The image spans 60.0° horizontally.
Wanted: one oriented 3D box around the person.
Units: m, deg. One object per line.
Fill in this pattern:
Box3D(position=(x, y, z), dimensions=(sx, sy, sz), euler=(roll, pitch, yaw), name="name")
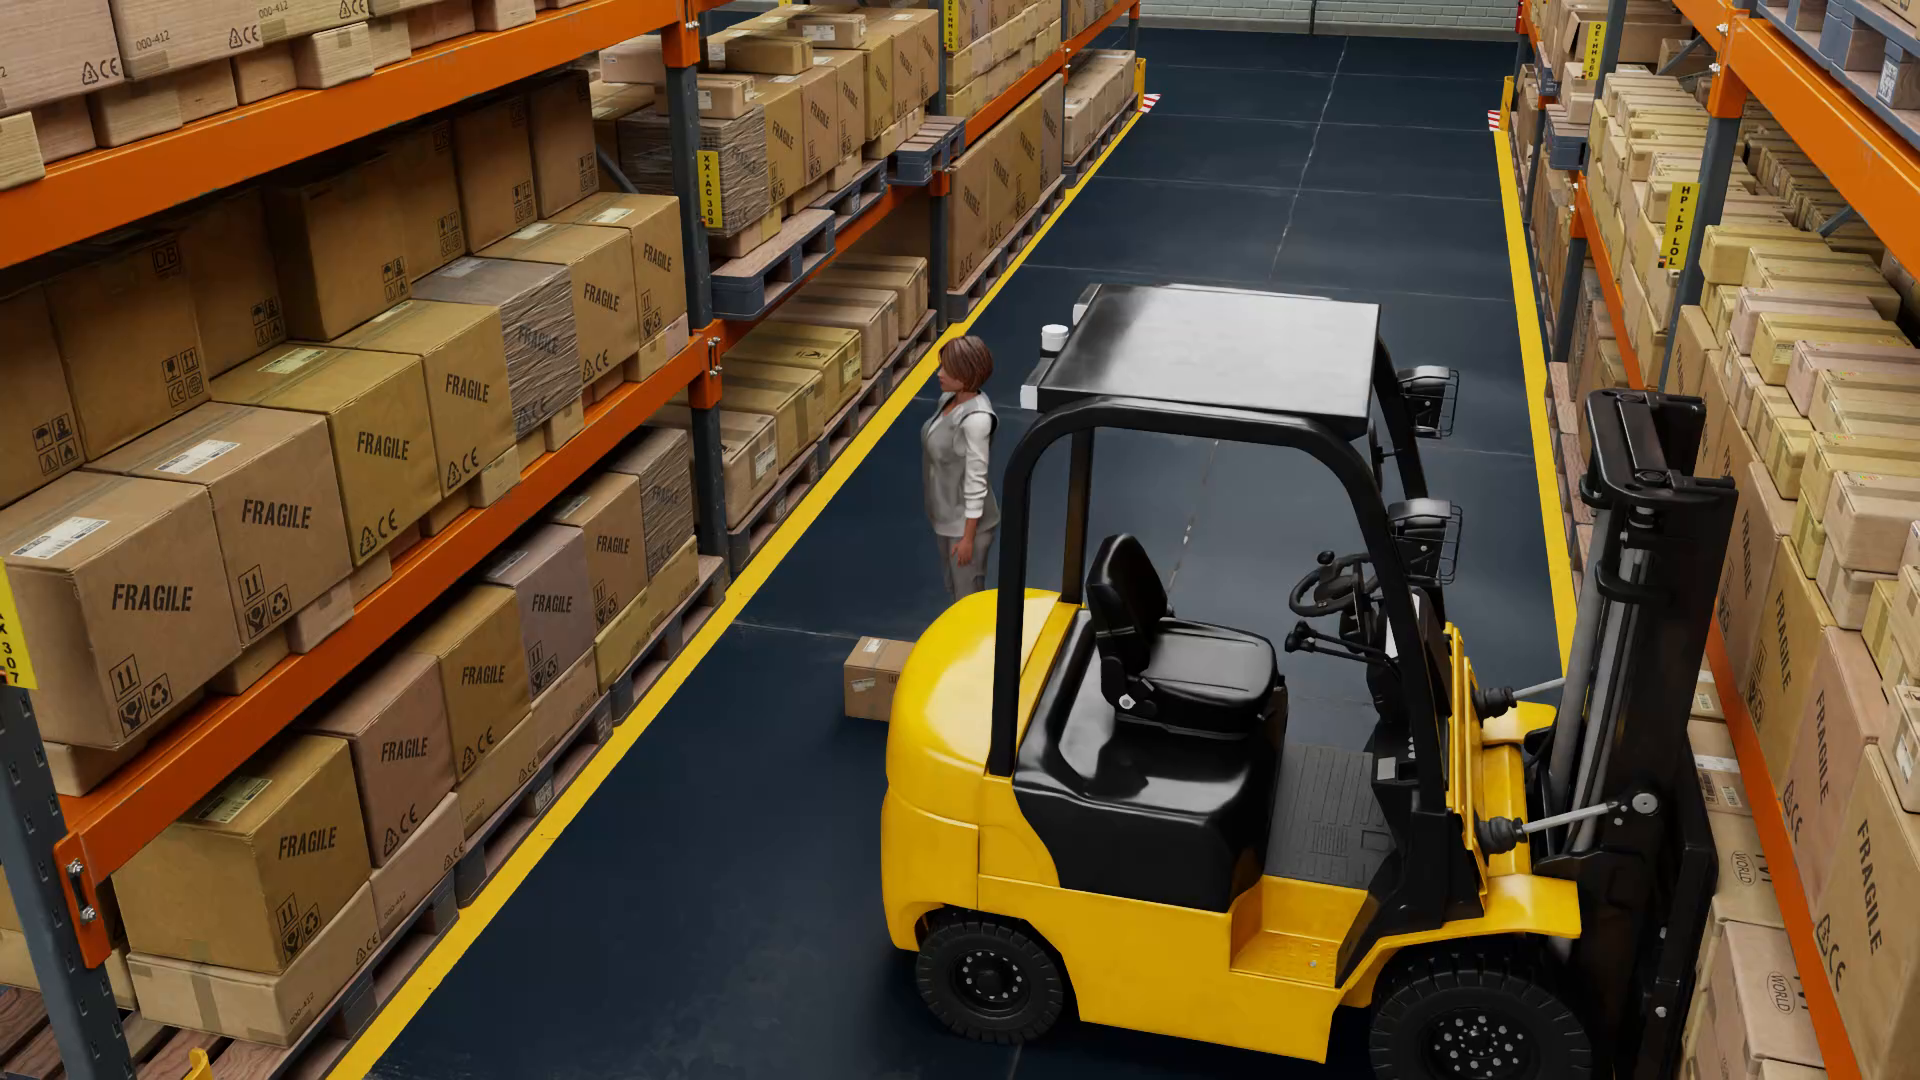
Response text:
Box3D(position=(0.012, -0.065, 6.744), dimensions=(0.317, 1.601, 0.404), euler=(-6, 26, -12), name="person")
